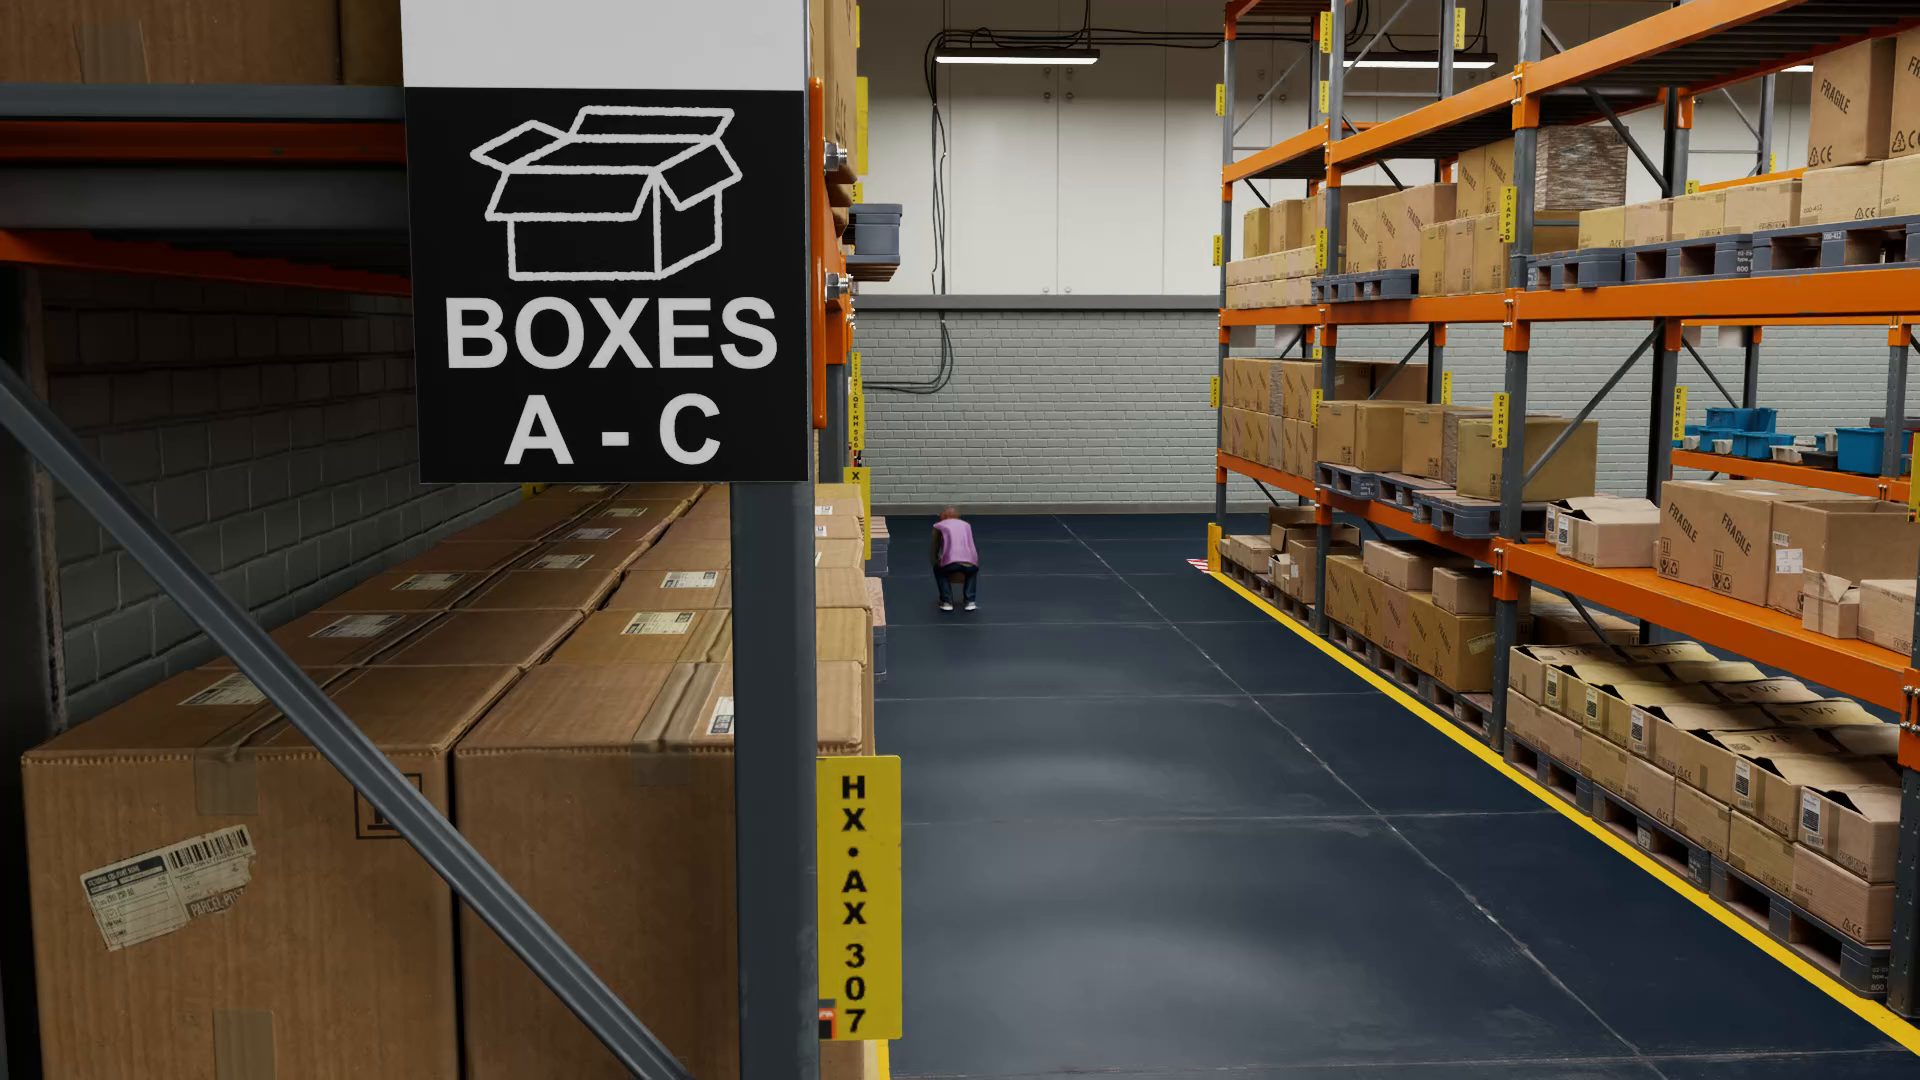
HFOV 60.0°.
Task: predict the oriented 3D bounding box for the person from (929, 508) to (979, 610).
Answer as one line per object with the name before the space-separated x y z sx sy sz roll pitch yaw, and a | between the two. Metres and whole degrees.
person | -0.051 0.194 15.589 0.450 0.898 0.798 0 7 -4
